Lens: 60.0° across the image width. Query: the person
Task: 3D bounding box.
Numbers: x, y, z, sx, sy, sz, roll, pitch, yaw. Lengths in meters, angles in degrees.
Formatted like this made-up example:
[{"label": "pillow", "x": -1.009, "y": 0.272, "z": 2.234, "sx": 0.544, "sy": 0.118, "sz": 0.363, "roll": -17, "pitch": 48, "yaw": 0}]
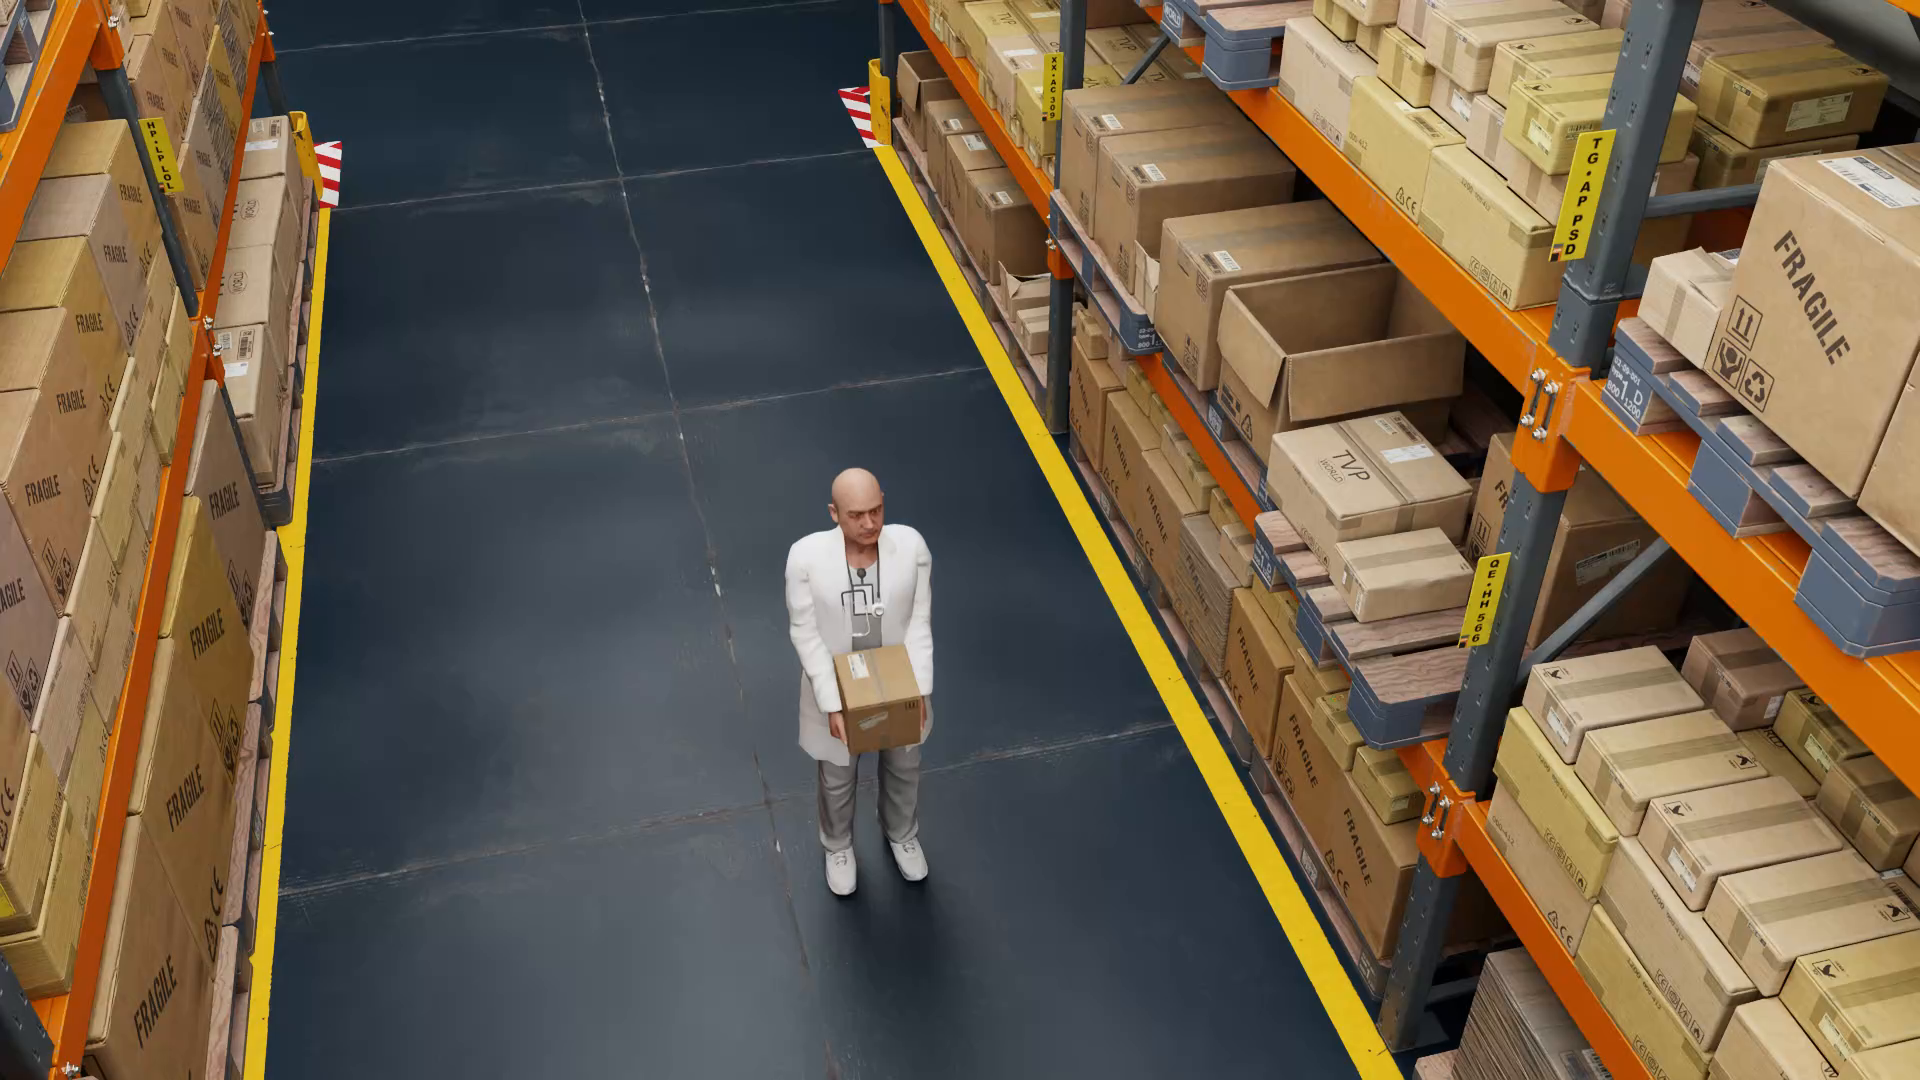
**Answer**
[{"label": "person", "x": -0.321, "y": 0.583, "z": 5.978, "sx": 0.531, "sy": 1.769, "sz": 0.555, "roll": -9, "pitch": 39, "yaw": -11}]
